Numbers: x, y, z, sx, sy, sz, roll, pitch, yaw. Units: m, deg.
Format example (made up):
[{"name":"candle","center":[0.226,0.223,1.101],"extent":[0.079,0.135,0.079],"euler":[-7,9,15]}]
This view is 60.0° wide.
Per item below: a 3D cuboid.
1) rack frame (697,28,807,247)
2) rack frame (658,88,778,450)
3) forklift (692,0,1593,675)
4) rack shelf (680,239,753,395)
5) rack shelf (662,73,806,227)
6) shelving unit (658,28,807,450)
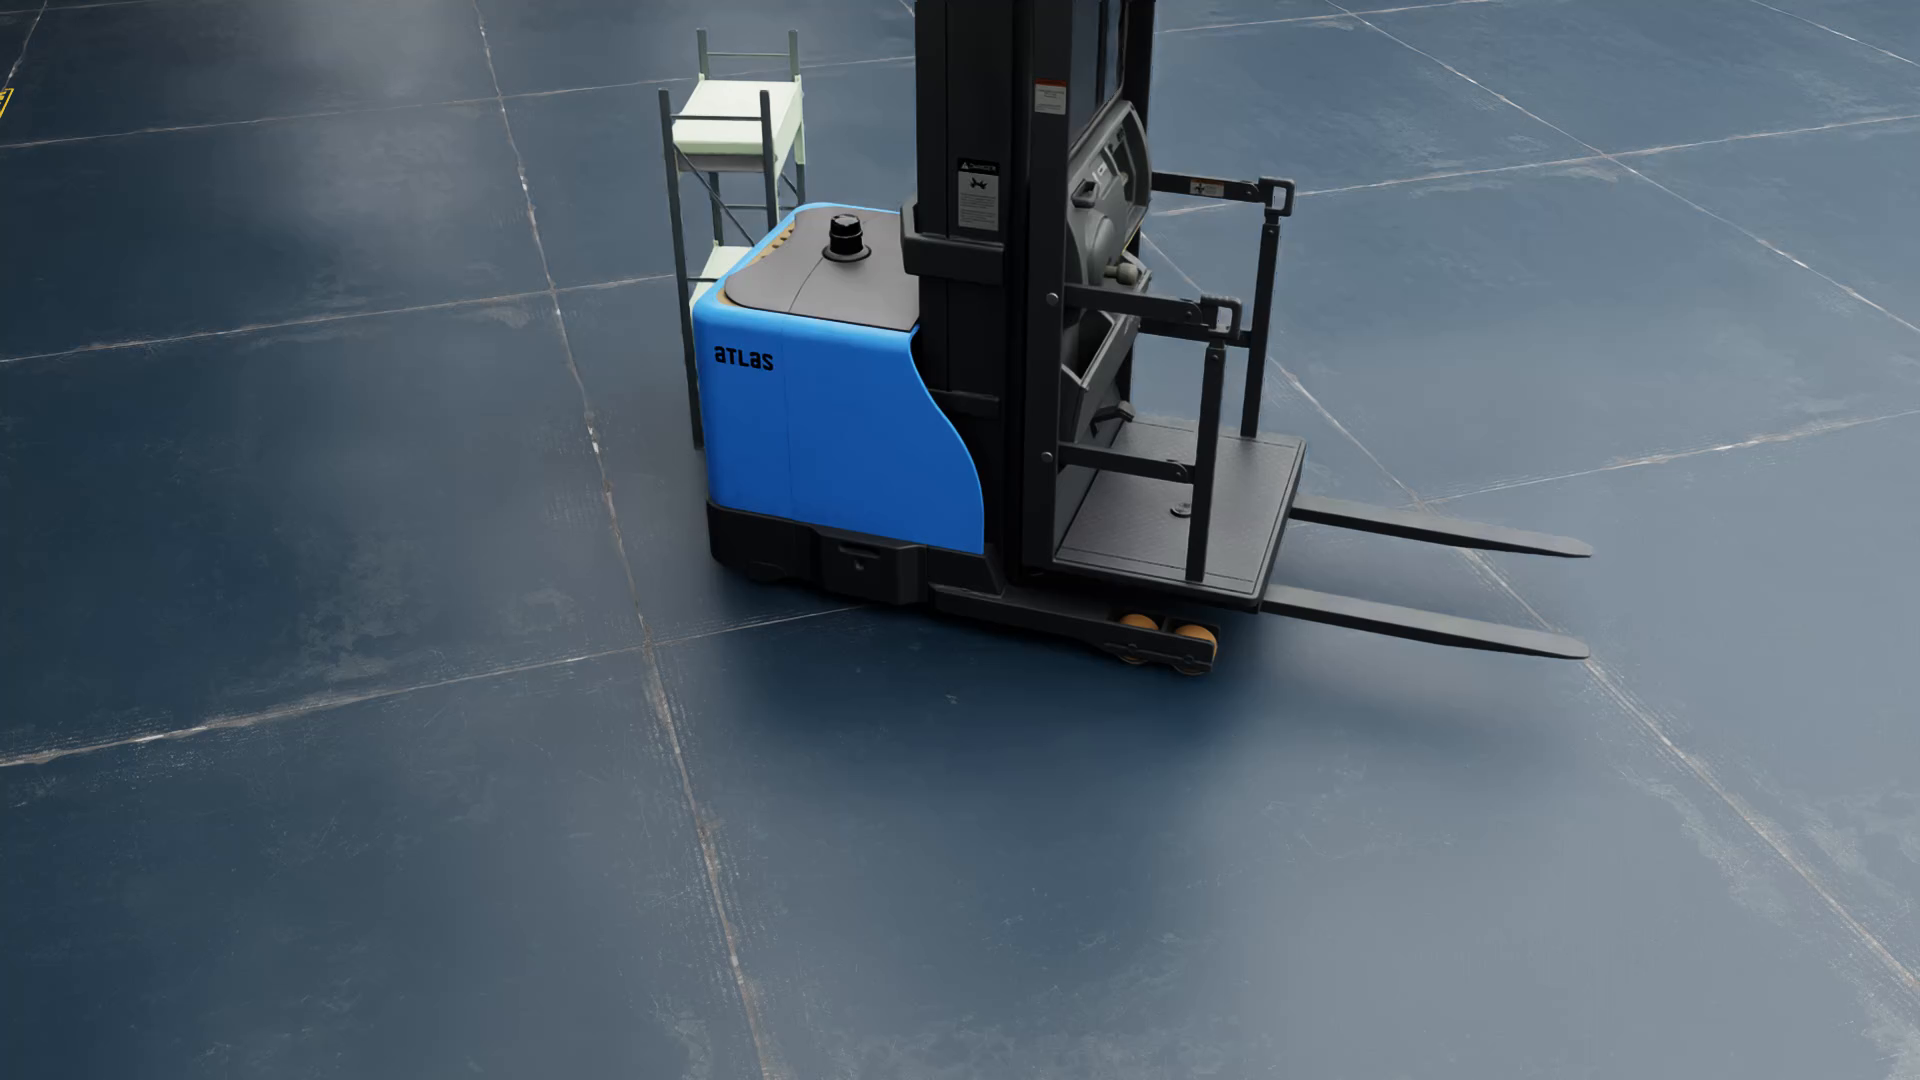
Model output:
[{"name":"rack frame","center":[-0.844,-1.396,7.002],"extent":[0.400,1.500,0.023],"euler":[2,34,3]},{"name":"rack frame","center":[-0.887,-0.993,6.392],"extent":[0.400,1.500,0.023],"euler":[2,34,3]},{"name":"forklift","center":[0.667,-1.101,5.257],"extent":[3.031,2.935,1.130],"euler":[10,35,15]},{"name":"rack shelf","center":[-0.866,-0.923,6.876],"extent":[0.431,0.370,0.720],"euler":[2,34,3]},{"name":"rack shelf","center":[-0.865,-1.520,6.481],"extent":[0.431,0.370,0.720],"euler":[2,34,3]},{"name":"shelving unit","center":[-0.866,-1.195,6.697],"extent":[0.431,1.500,0.755],"euler":[2,34,3]}]
